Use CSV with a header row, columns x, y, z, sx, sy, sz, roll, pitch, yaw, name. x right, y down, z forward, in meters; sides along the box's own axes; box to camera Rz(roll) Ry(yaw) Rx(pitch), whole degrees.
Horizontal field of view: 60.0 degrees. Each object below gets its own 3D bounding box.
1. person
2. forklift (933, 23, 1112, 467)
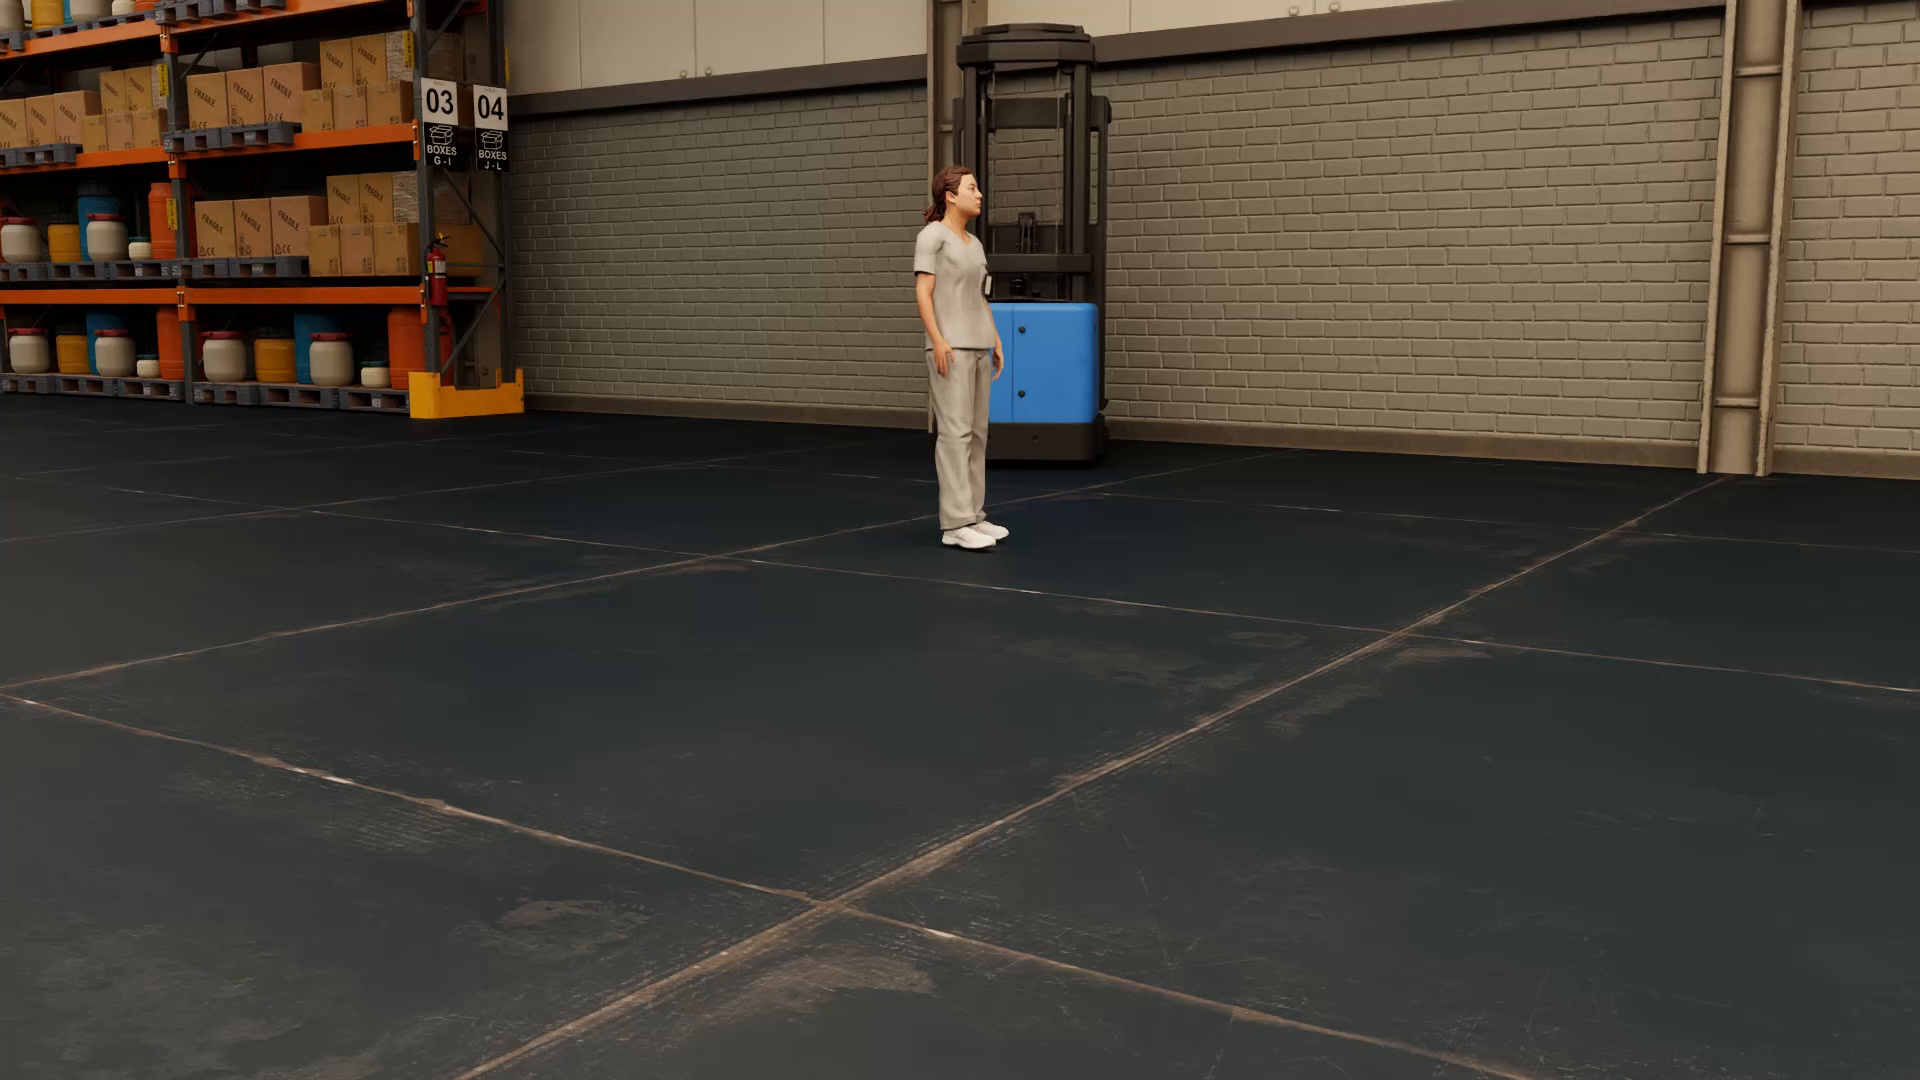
x,y,z,sx,sy,sz,roll,pitch,yaw,name
0.053,-0.830,7.433,0.549,1.675,0.549,5,10,34,person
0.522,-2.107,12.013,1.130,2.935,3.031,1,8,7,forklift
